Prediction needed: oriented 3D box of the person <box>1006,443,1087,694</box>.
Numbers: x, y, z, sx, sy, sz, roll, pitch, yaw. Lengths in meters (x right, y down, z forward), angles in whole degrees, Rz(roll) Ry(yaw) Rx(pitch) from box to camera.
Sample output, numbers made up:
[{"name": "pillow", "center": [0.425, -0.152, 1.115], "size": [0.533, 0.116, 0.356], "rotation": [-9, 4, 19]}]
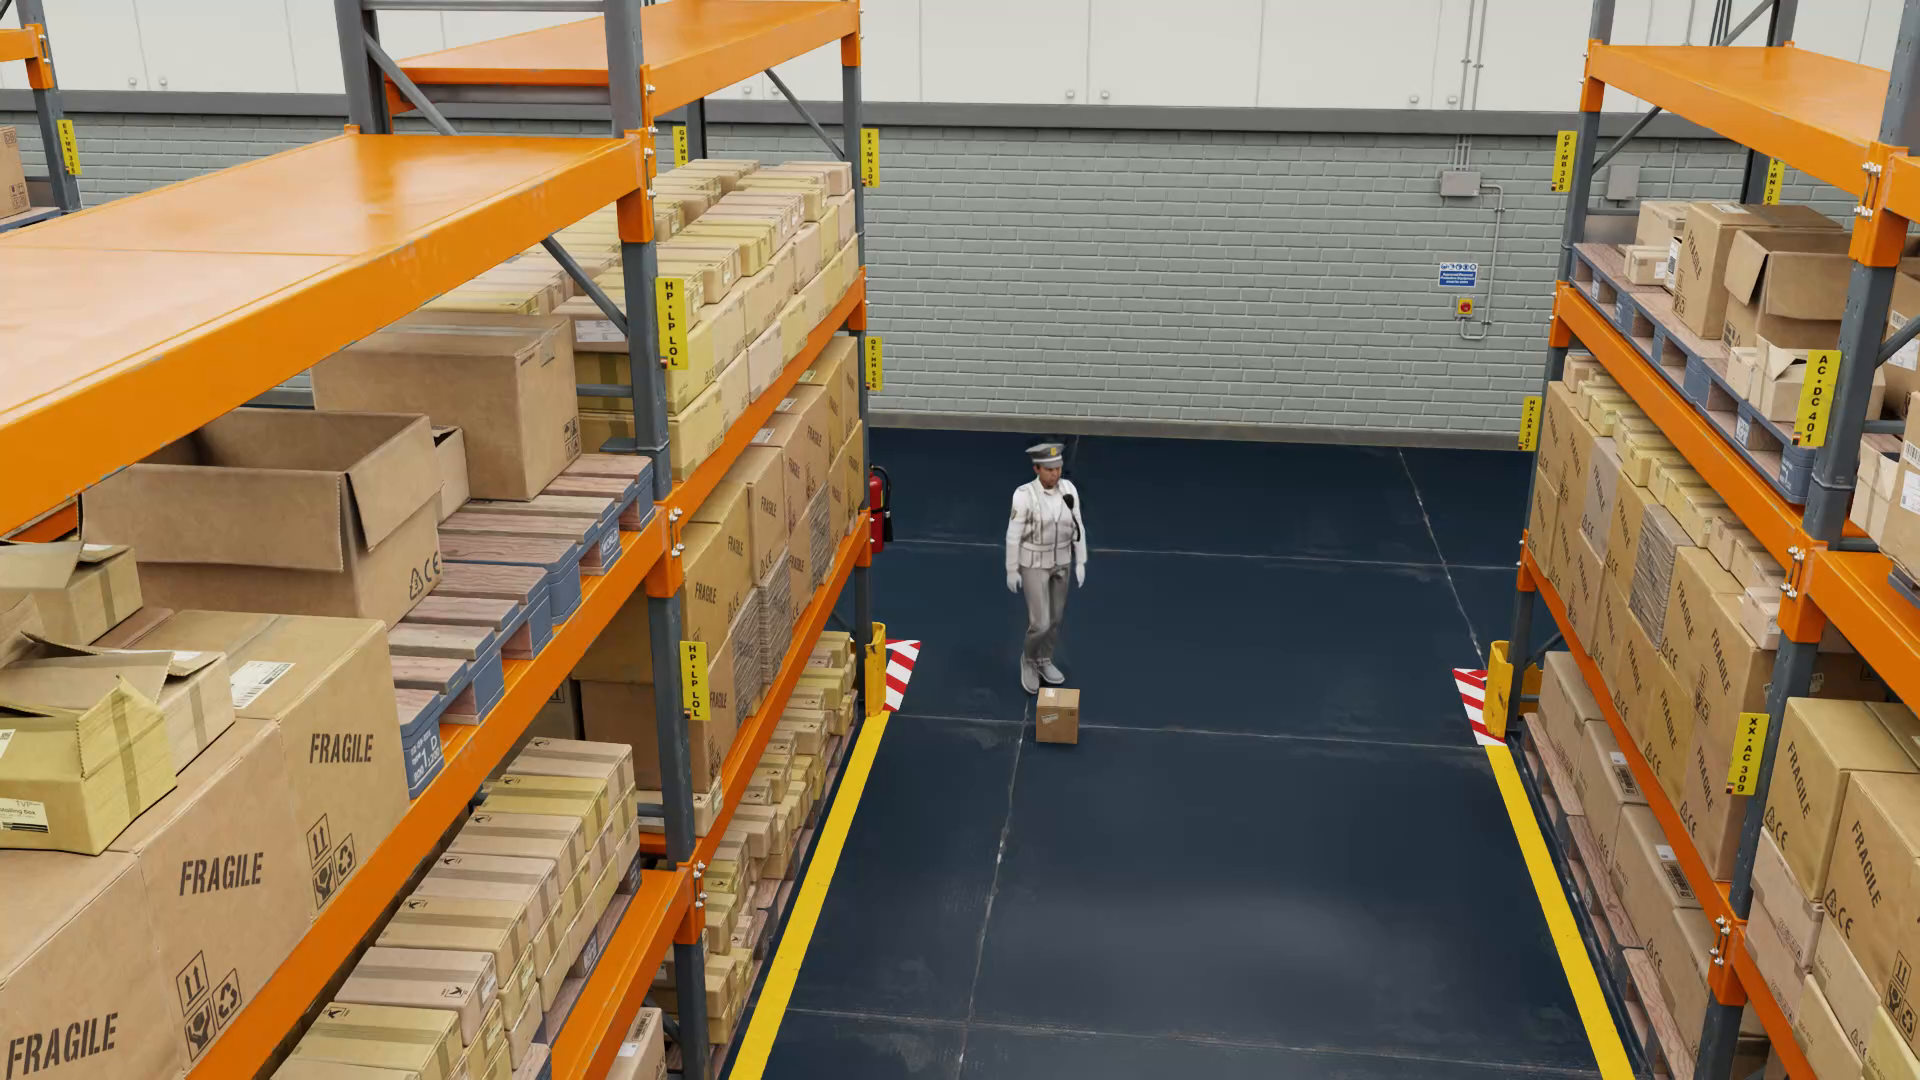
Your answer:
[{"name": "person", "center": [0.561, 0.168, 10.573], "size": [0.515, 1.675, 0.447], "rotation": [-12, 24, -27]}]
